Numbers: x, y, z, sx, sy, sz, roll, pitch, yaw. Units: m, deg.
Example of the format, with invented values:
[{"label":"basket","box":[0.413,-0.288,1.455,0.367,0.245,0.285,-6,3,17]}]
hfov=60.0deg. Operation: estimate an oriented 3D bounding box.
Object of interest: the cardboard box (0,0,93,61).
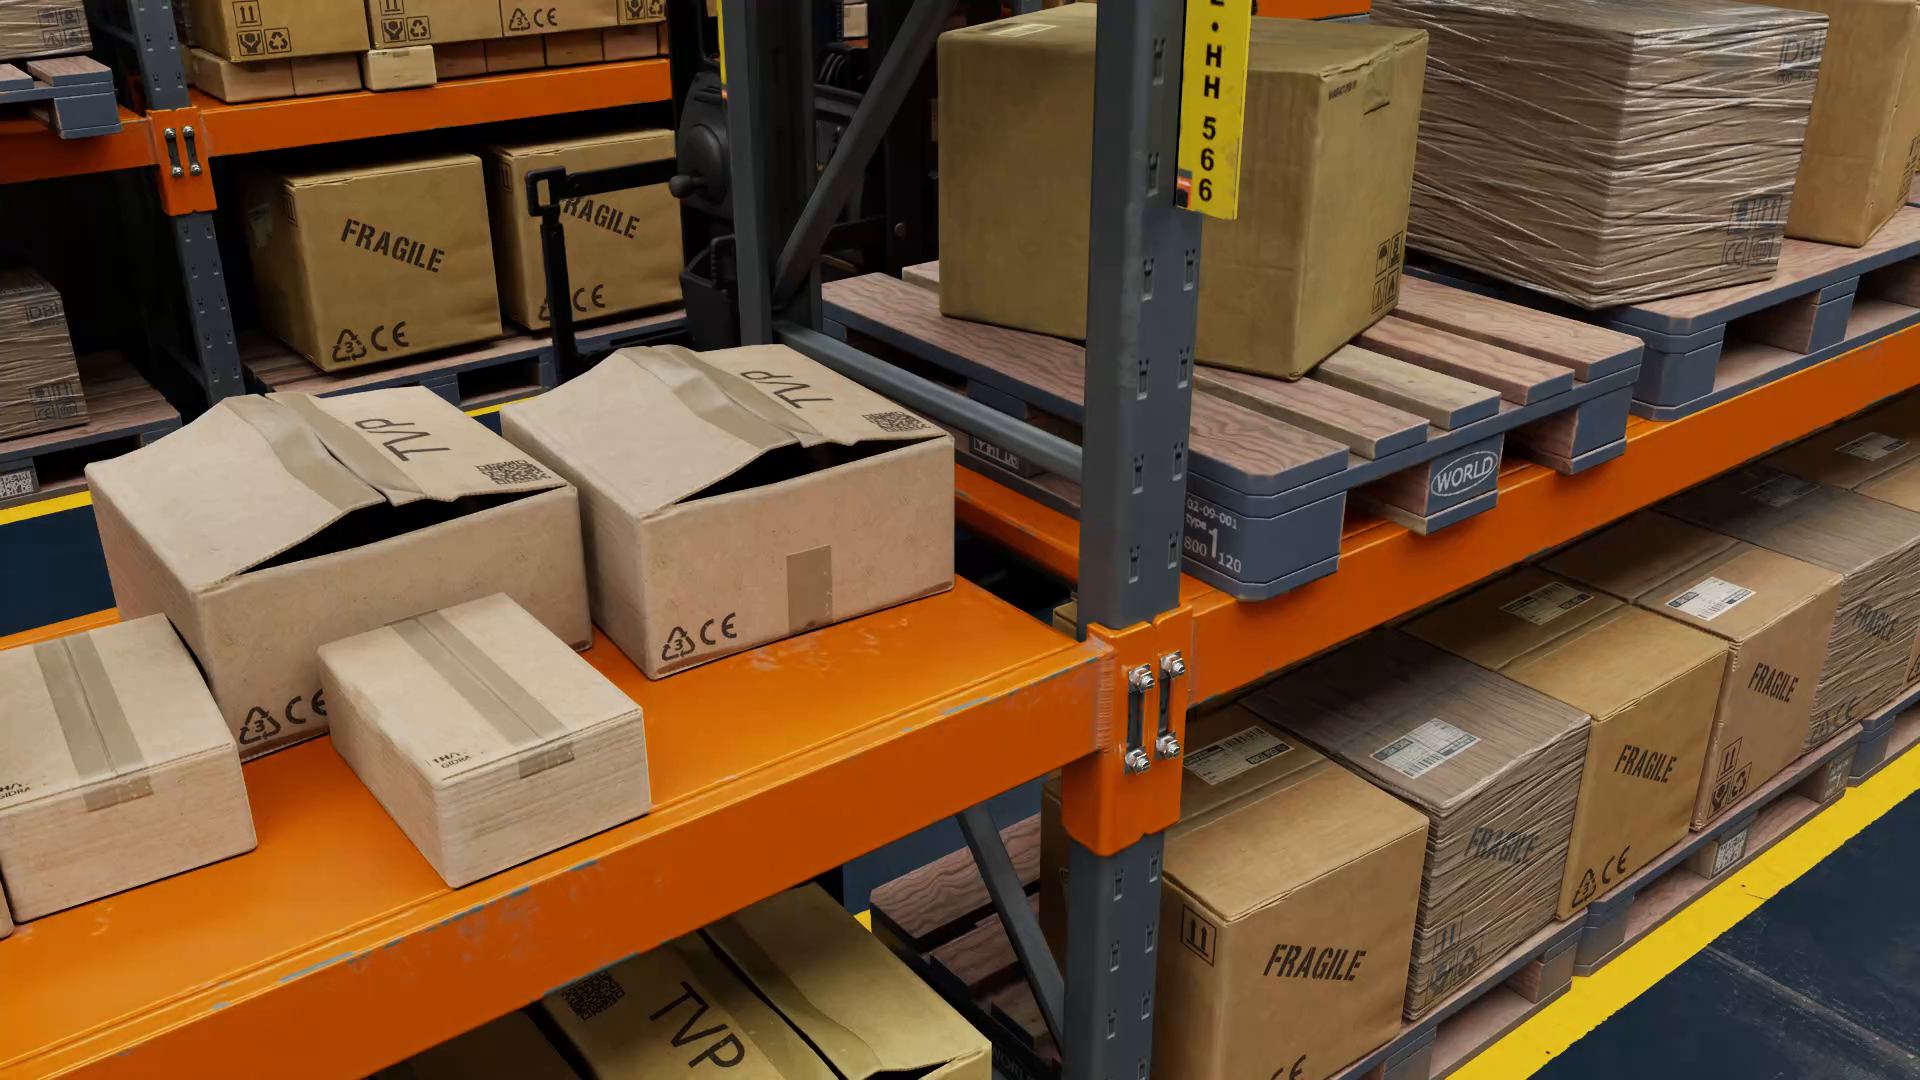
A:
[{"label":"cardboard box","box":[-3.462,-1.972,5.796,0.500,0.500,0.700,-23,33,-40]}]

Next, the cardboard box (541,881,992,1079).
[{"label":"cardboard box","box":[-0.299,0.807,2.549,0.500,0.311,0.500,-17,30,-33]}]

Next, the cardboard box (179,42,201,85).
[{"label":"cardboard box","box":[-3.000,-1.918,6.593,0.250,0.149,0.380,-18,30,-33]}]

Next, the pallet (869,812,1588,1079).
[{"label":"pallet","box":[0.572,0.871,3.624,1.213,0.211,1.003,-18,31,-34]}]

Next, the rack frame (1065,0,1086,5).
[{"label":"rack frame","box":[0.485,-1.123,5.676,0.015,2.100,0.400,-20,31,-36]}]

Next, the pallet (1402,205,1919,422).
[{"label":"pallet","box":[1.489,-0.633,3.778,1.213,0.211,1.003,-18,31,-34]}]

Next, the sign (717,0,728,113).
[{"label":"sign","box":[-0.381,-0.879,2.801,0.005,0.325,0.100,-18,31,-34]}]

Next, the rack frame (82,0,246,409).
[{"label":"rack frame","box":[-3.098,-1.853,6.179,0.127,3.000,1.000,-18,31,-34]}]

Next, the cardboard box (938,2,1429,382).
[{"label":"cardboard box","box":[0.388,-0.650,2.969,0.700,0.500,0.500,15,29,29]}]

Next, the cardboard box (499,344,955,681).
[{"label":"cardboard box","box":[-0.352,-0.092,2.492,0.500,0.311,0.500,-16,29,-31]}]

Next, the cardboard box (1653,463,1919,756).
[{"label":"cardboard box","box":[2.109,0.161,4.286,0.500,0.500,0.500,-18,30,-33]}]

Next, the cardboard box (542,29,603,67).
[{"label":"cardboard box","box":[-1.701,-2.100,6.987,0.250,0.149,0.380,-18,30,-33]}]

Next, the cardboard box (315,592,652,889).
[{"label":"cardboard box","box":[-0.576,0.226,1.998,0.250,0.149,0.380,-18,31,-34]}]

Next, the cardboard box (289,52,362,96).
[{"label":"cardboard box","box":[-2.492,-1.819,6.382,0.250,0.149,0.380,-18,30,-33]}]

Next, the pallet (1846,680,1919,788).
[{"label":"pallet","box":[2.492,0.237,4.989,1.213,0.211,1.003,-18,31,-34]}]

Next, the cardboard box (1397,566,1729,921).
[{"label":"cardboard box","box":[1.302,0.431,3.704,0.500,0.500,0.500,-19,31,-35]}]

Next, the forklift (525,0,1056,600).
[{"label":"forklift","box":[-0.686,-1.086,4.609,3.031,2.935,1.130,-20,31,-36]}]

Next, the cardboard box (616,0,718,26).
[{"label":"cardboard box","box":[-1.344,-2.483,7.041,0.500,0.500,0.500,-17,30,-33]}]

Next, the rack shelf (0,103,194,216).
[{"label":"rack shelf","box":[-4.672,-1.007,5.211,4.000,0.370,1.077,-18,31,-34]}]

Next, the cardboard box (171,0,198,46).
[{"label":"cardboard box","box":[-2.889,-2.252,6.544,0.500,0.500,0.500,-18,30,-34]}]

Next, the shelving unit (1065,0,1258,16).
[{"label":"shelving unit","box":[0.672,-1.190,5.819,0.503,2.100,0.431,-20,31,-36]}]

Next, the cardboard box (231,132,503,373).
[{"label":"cardboard box","box":[-2.439,-1.216,6.861,0.750,0.750,0.750,-19,31,-35]}]

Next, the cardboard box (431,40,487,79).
[{"label":"cardboard box","box":[-2.109,-1.967,6.699,0.250,0.149,0.380,-19,31,-35]}]

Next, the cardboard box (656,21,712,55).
[{"label":"cardboard box","box":[-1.285,-2.225,7.255,0.250,0.149,0.380,-17,30,-32]}]

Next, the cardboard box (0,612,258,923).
[{"label":"cardboard box","box":[-1.007,0.251,1.944,0.250,0.149,0.380,-16,29,-30]}]

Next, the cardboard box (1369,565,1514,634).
[{"label":"cardboard box","box":[0.960,0.266,4.060,0.500,0.500,0.500,-20,31,-36]}]

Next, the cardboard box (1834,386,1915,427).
[{"label":"cardboard box","box":[2.578,-0.273,5.221,0.500,0.500,0.500,-20,31,-36]}]

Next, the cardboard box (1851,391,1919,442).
[{"label":"cardboard box","box":[2.898,-0.095,4.837,0.500,0.500,0.500,-18,31,-34]}]

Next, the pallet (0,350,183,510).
[{"label":"pallet","box":[-3.714,-0.386,6.330,1.213,0.211,1.003,-18,31,-34]}]

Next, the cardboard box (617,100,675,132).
[{"label":"cardboard box","box":[-1.079,-1.664,7.826,0.750,0.750,0.750,-17,30,-33]}]

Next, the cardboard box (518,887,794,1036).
[{"label":"cardboard box","box":[-0.632,0.628,2.934,0.500,0.311,0.500,-17,30,-32]}]

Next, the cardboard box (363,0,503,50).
[{"label":"cardboard box","box":[-2.140,-2.217,6.467,0.500,0.500,0.500,-17,30,-32]}]

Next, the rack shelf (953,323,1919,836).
[{"label":"rack shelf","box":[1.535,-0.406,3.916,4.000,0.370,1.077,-18,31,-34]}]

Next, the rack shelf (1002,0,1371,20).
[{"label":"rack shelf","box":[1.623,-3.085,9.689,4.000,0.370,1.077,-18,31,-34]}]

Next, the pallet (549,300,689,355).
[{"label":"pallet","box":[-1.472,-1.083,7.833,1.213,0.211,1.003,-18,31,-34]}]

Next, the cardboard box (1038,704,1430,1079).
[{"label":"cardboard box","box":[0.496,0.698,3.130,0.500,0.500,0.500,-17,30,-32]}]

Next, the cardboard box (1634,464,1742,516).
[{"label":"cardboard box","box":[1.767,-0.003,4.640,0.500,0.500,0.500,-18,30,-33]}]

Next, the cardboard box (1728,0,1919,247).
[{"label":"cardboard box","box":[1.757,-1.008,3.742,0.700,0.500,0.500,18,30,33]}]

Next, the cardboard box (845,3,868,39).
[{"label":"cardboard box","box":[-0.629,-2.392,7.615,0.250,0.149,0.380,-18,31,-34]}]
